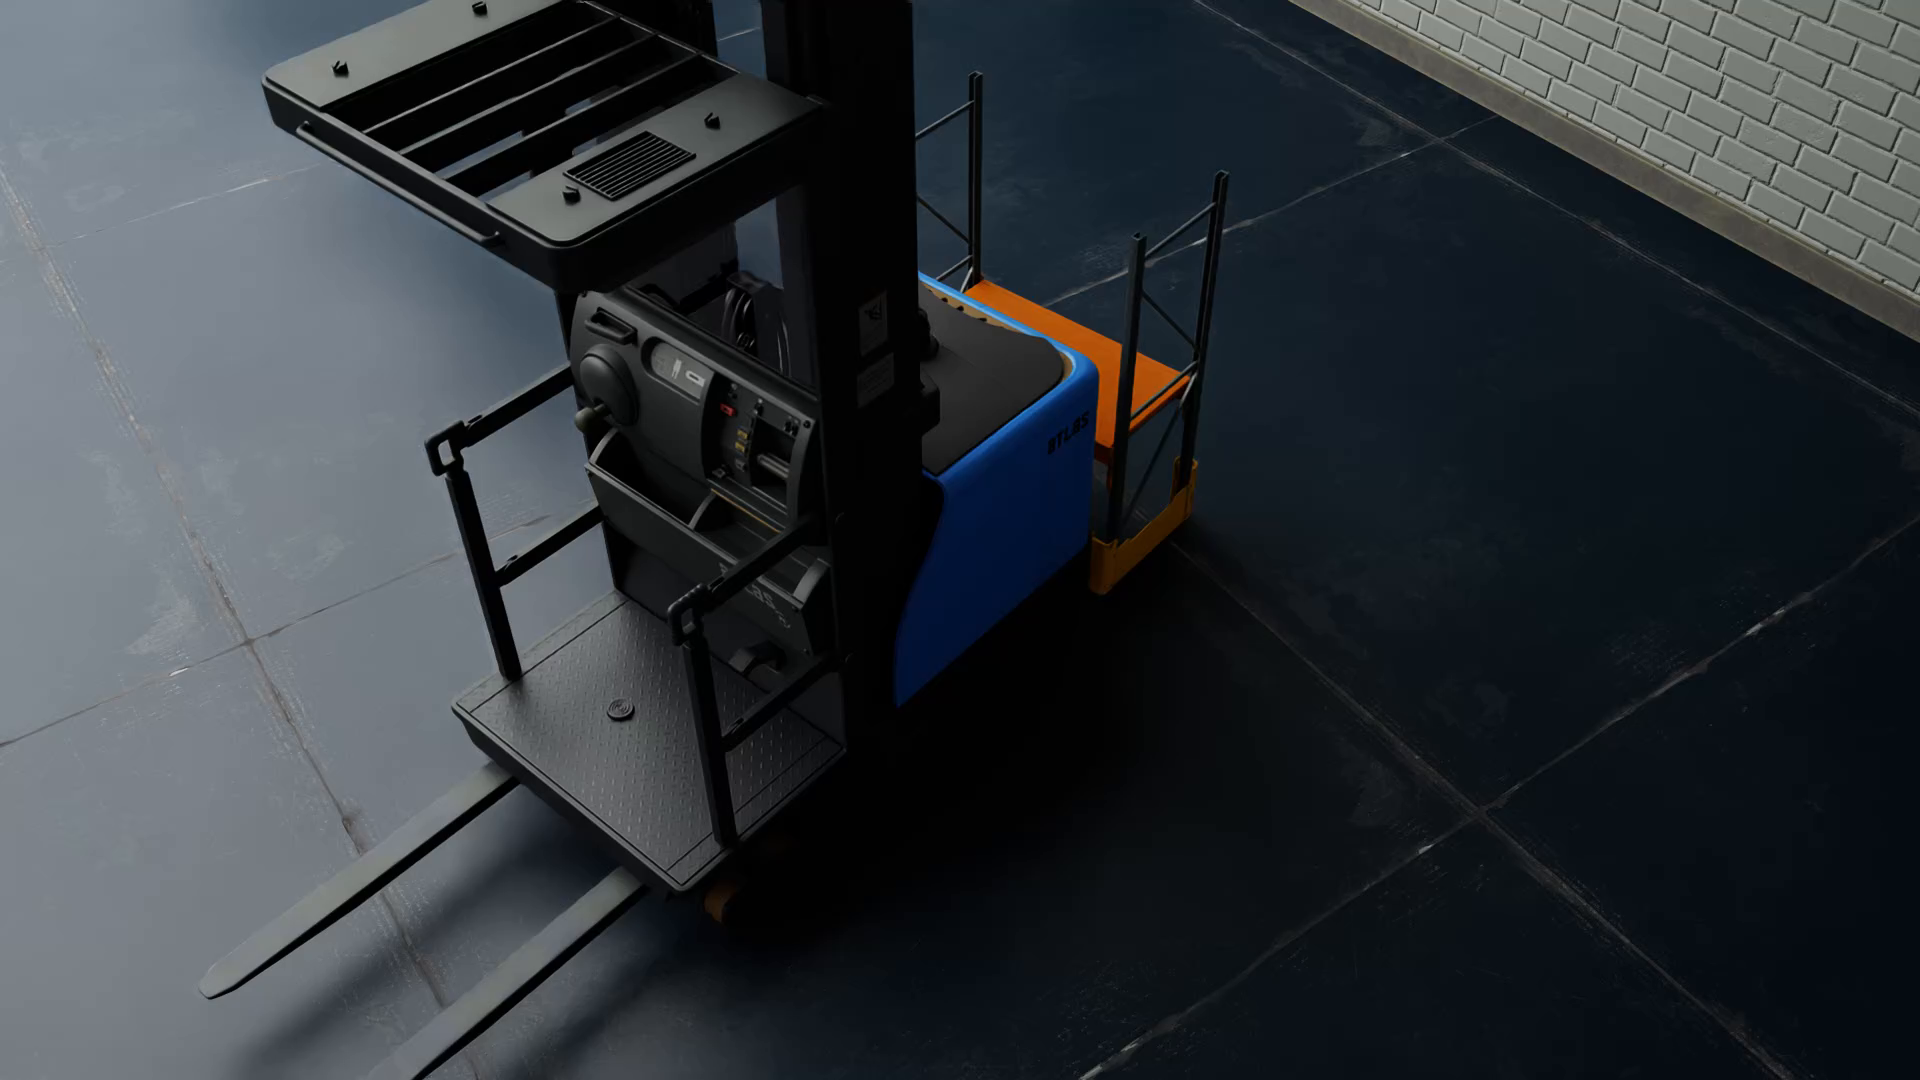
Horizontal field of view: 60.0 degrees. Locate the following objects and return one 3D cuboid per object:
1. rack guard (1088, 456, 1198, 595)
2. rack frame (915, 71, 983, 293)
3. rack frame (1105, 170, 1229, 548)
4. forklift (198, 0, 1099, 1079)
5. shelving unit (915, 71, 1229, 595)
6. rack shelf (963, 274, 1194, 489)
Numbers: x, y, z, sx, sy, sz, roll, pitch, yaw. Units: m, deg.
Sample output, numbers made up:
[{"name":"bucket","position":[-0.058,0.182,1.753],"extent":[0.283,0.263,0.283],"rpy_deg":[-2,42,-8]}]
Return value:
[{"name":"rack guard","position":[0.674,-0.059,6.131],"extent":[0.087,0.250,0.587],"rpy_deg":[30,51,28]},{"name":"rack frame","position":[-0.093,-0.952,6.161],"extent":[0.032,1.500,0.500],"rpy_deg":[30,51,28]},{"name":"rack frame","position":[0.689,-0.502,5.690],"extent":[0.032,1.500,0.500],"rpy_deg":[30,51,28]},{"name":"forklift","position":[-0.881,-0.296,4.438],"extent":[1.130,2.935,3.031],"rpy_deg":[31,52,28]},{"name":"shelving unit","position":[0.291,-0.731,5.930],"extent":[1.083,1.500,0.587],"rpy_deg":[30,51,28]},{"name":"rack shelf","position":[0.298,-0.597,6.050],"extent":[1.000,0.185,0.538],"rpy_deg":[30,51,28]}]
